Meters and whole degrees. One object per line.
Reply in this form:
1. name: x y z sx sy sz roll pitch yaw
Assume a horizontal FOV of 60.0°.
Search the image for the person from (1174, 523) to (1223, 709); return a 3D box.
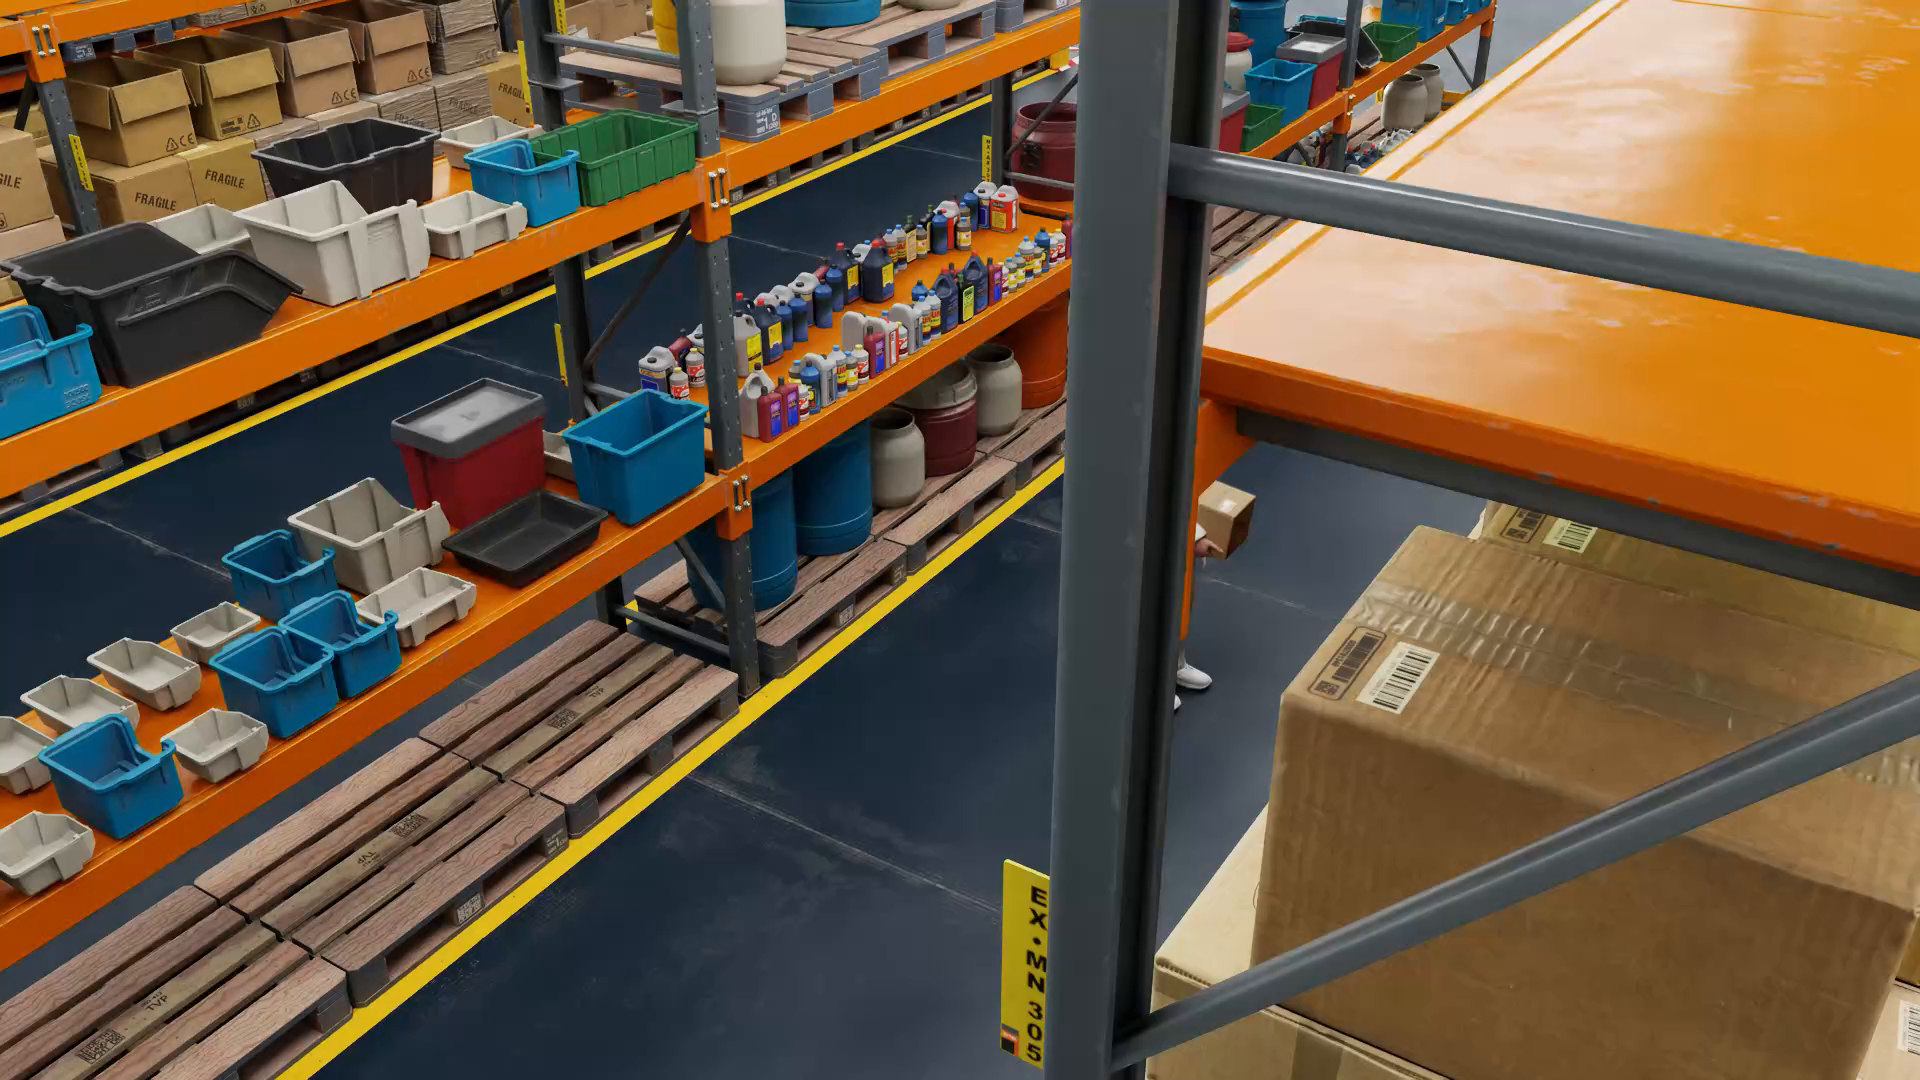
1. person: 1.083 0.006 8.142 0.563 1.770 0.529 18 35 28
